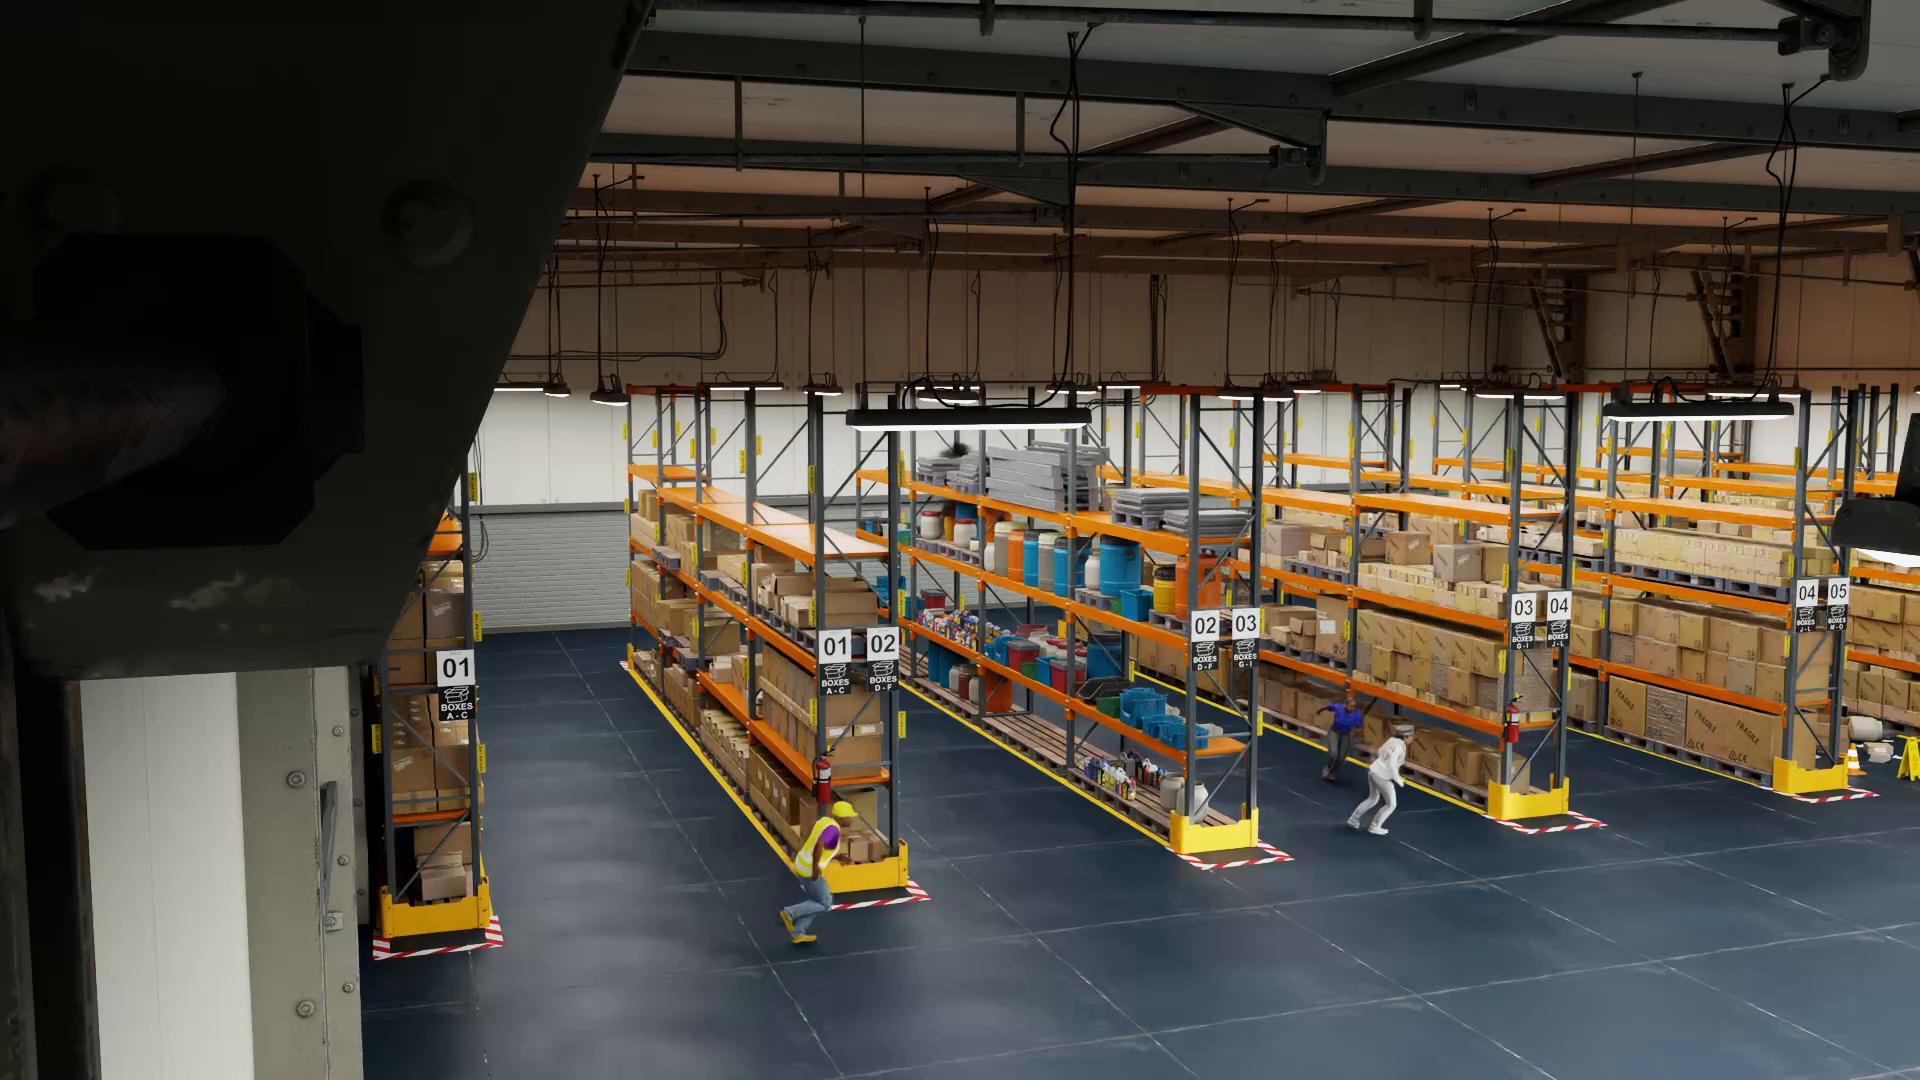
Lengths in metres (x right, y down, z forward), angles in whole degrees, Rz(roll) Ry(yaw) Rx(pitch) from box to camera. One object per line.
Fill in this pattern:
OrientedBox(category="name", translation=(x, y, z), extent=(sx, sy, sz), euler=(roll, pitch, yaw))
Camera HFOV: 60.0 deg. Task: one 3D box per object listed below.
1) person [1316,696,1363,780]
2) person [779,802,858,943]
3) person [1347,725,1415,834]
OrientedBox(category="person", translation=(5.795, 3.012, 25.290), extent=(0.599, 1.407, 0.971), euler=(0, 6, 1))
OrientedBox(category="person", translation=(-1.550, 3.671, 18.281), extent=(0.877, 1.569, 0.737), euler=(-1, 6, -11))
OrientedBox(category="person", translation=(5.724, 3.250, 22.589), extent=(0.833, 1.522, 0.613), euler=(0, 6, -4))
